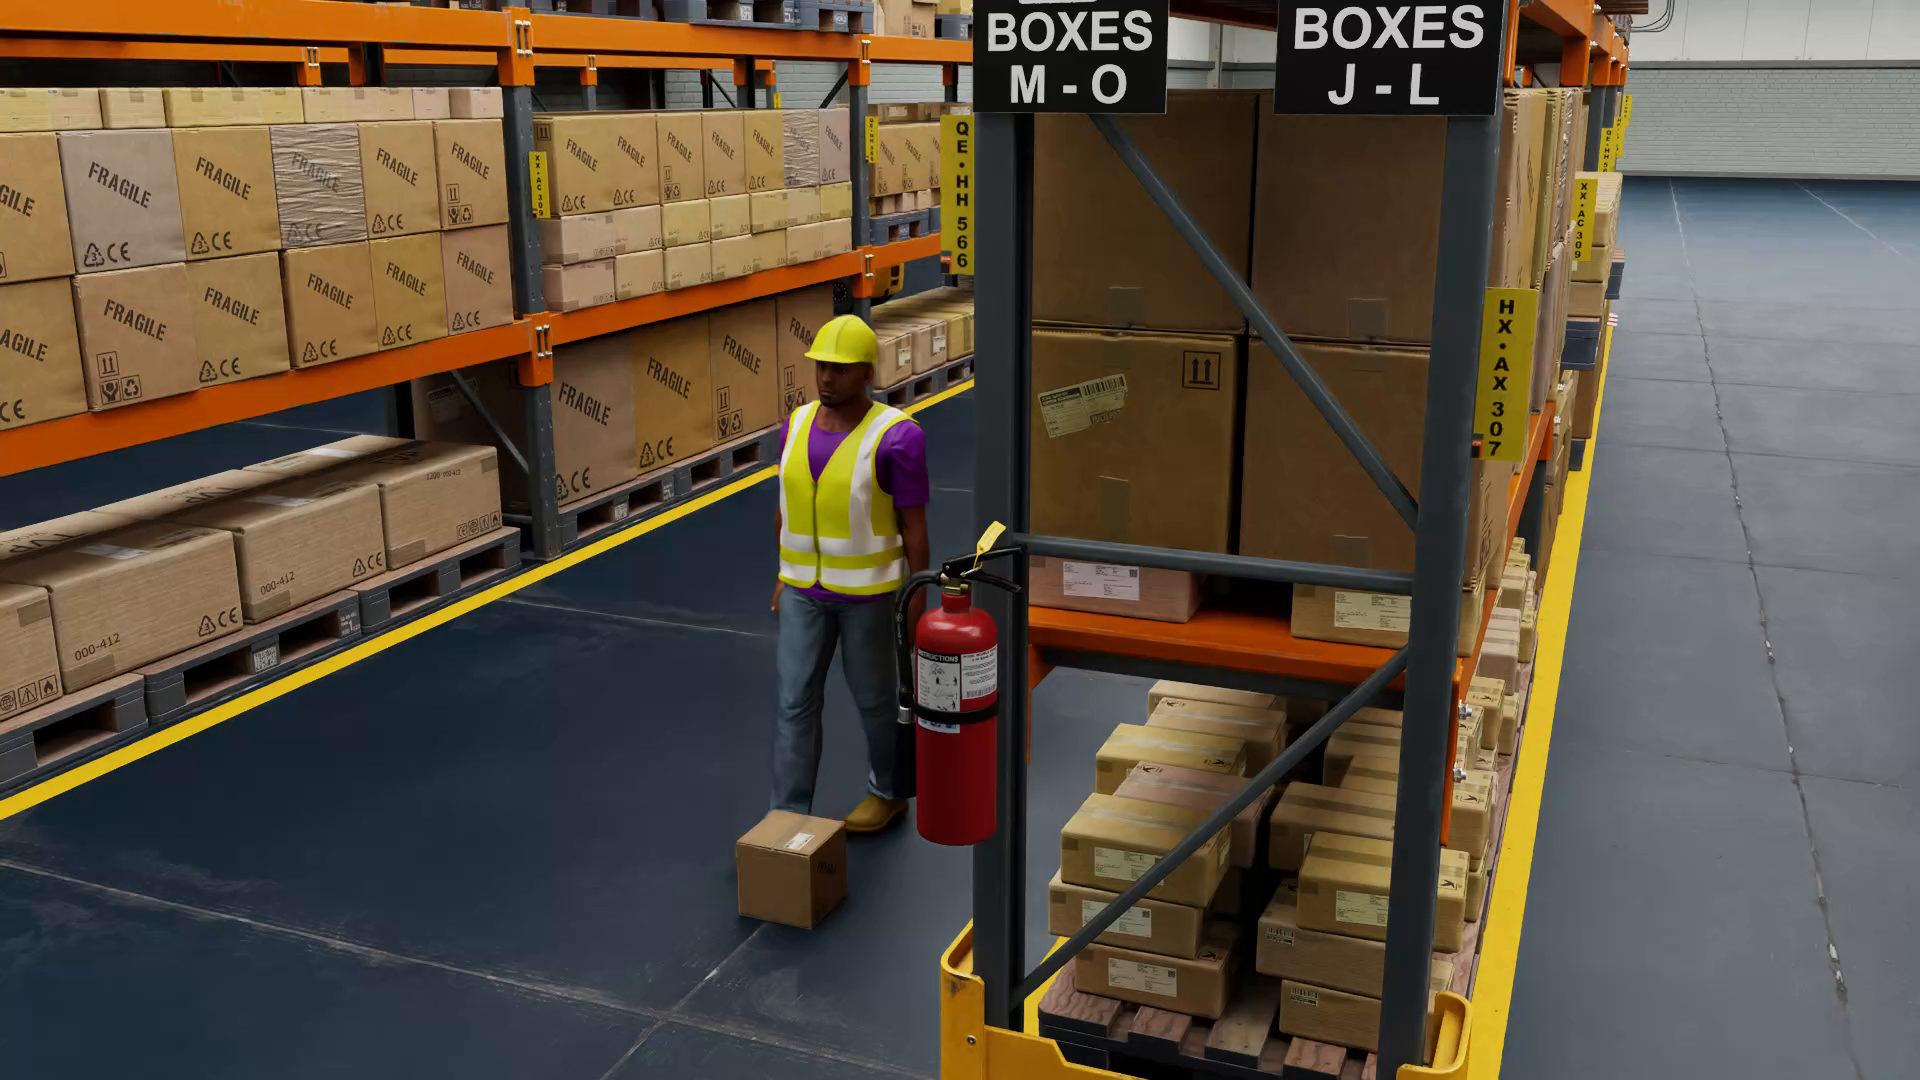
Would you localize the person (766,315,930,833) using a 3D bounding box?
[{"bbox_3d":[-0.418,0.174,5.348,0.585,1.758,0.734,7,17,24],"label":"person"}]
